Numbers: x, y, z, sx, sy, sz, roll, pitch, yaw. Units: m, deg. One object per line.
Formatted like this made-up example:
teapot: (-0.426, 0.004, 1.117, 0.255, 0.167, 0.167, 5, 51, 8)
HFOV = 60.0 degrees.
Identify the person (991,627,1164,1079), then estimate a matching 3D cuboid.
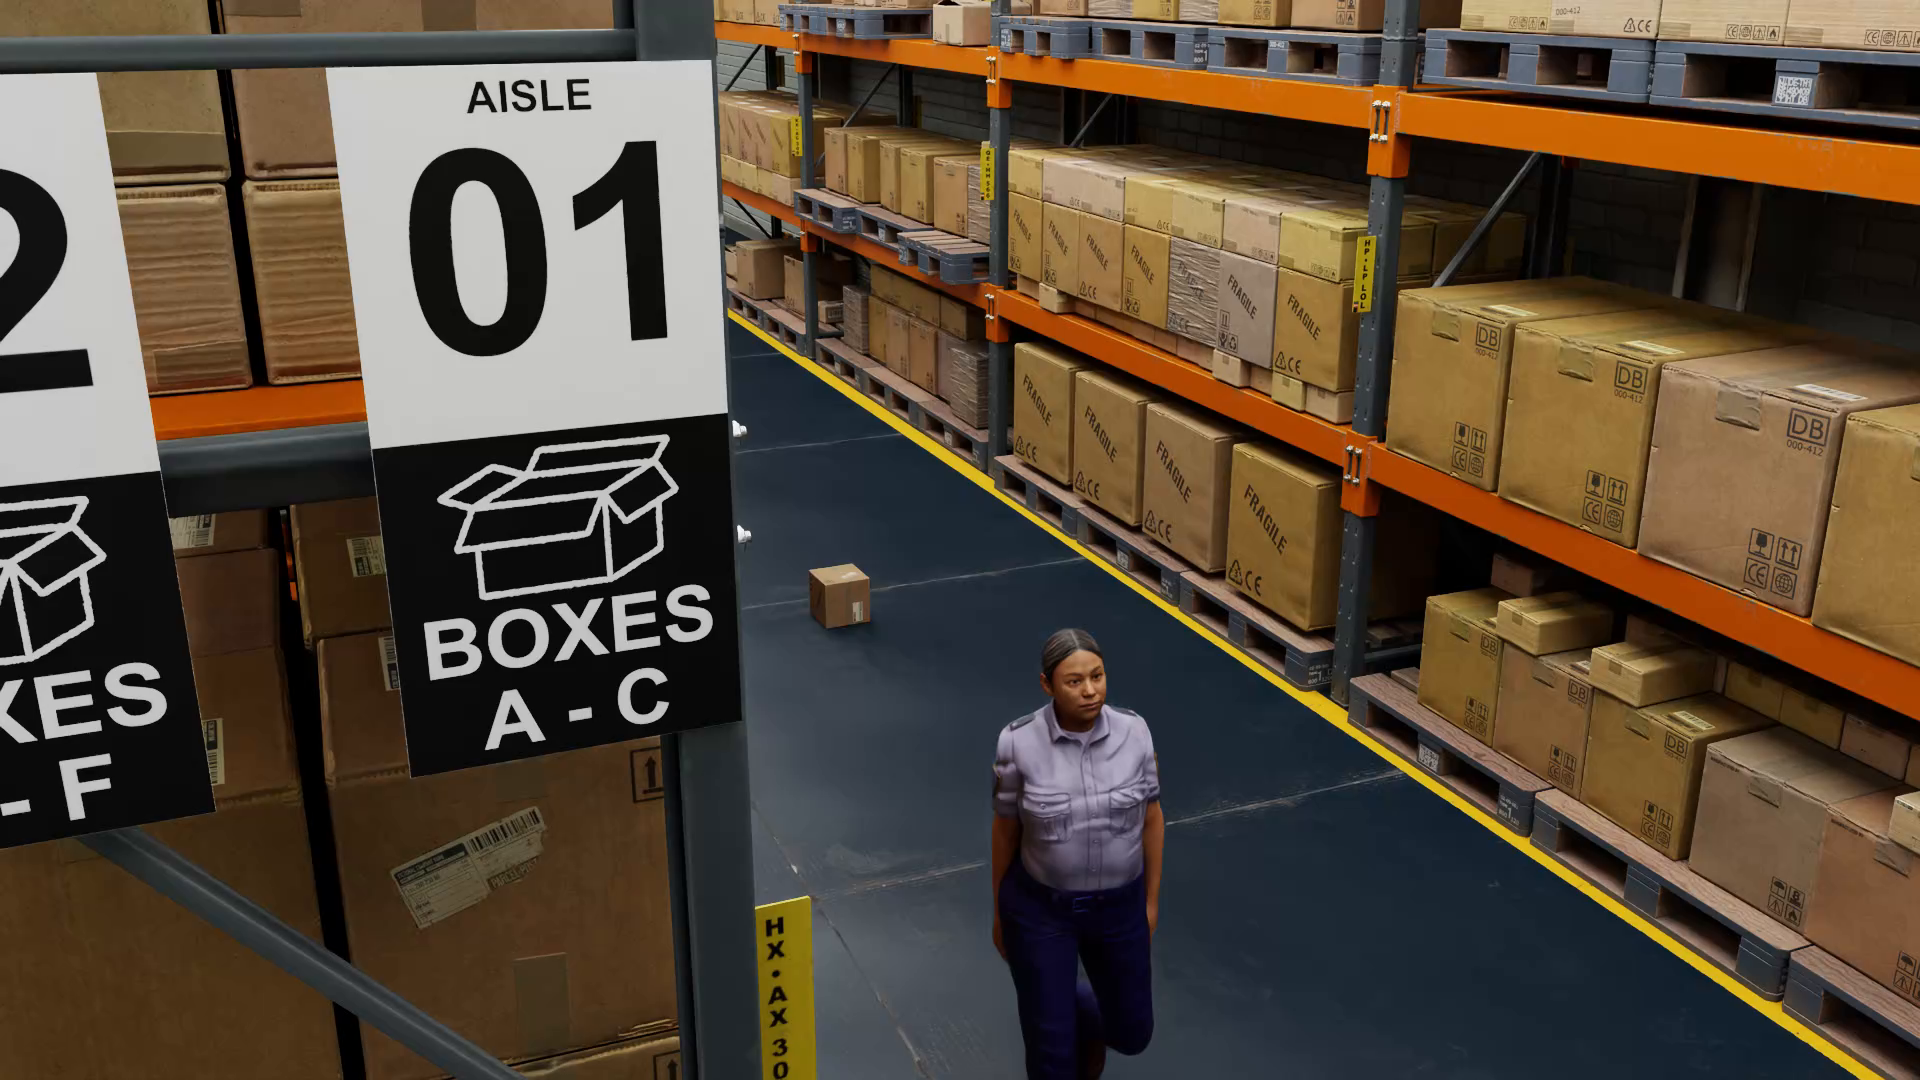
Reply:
person: (0.325, 1.003, 4.638, 0.480, 1.622, 0.713, -3, 19, -10)
